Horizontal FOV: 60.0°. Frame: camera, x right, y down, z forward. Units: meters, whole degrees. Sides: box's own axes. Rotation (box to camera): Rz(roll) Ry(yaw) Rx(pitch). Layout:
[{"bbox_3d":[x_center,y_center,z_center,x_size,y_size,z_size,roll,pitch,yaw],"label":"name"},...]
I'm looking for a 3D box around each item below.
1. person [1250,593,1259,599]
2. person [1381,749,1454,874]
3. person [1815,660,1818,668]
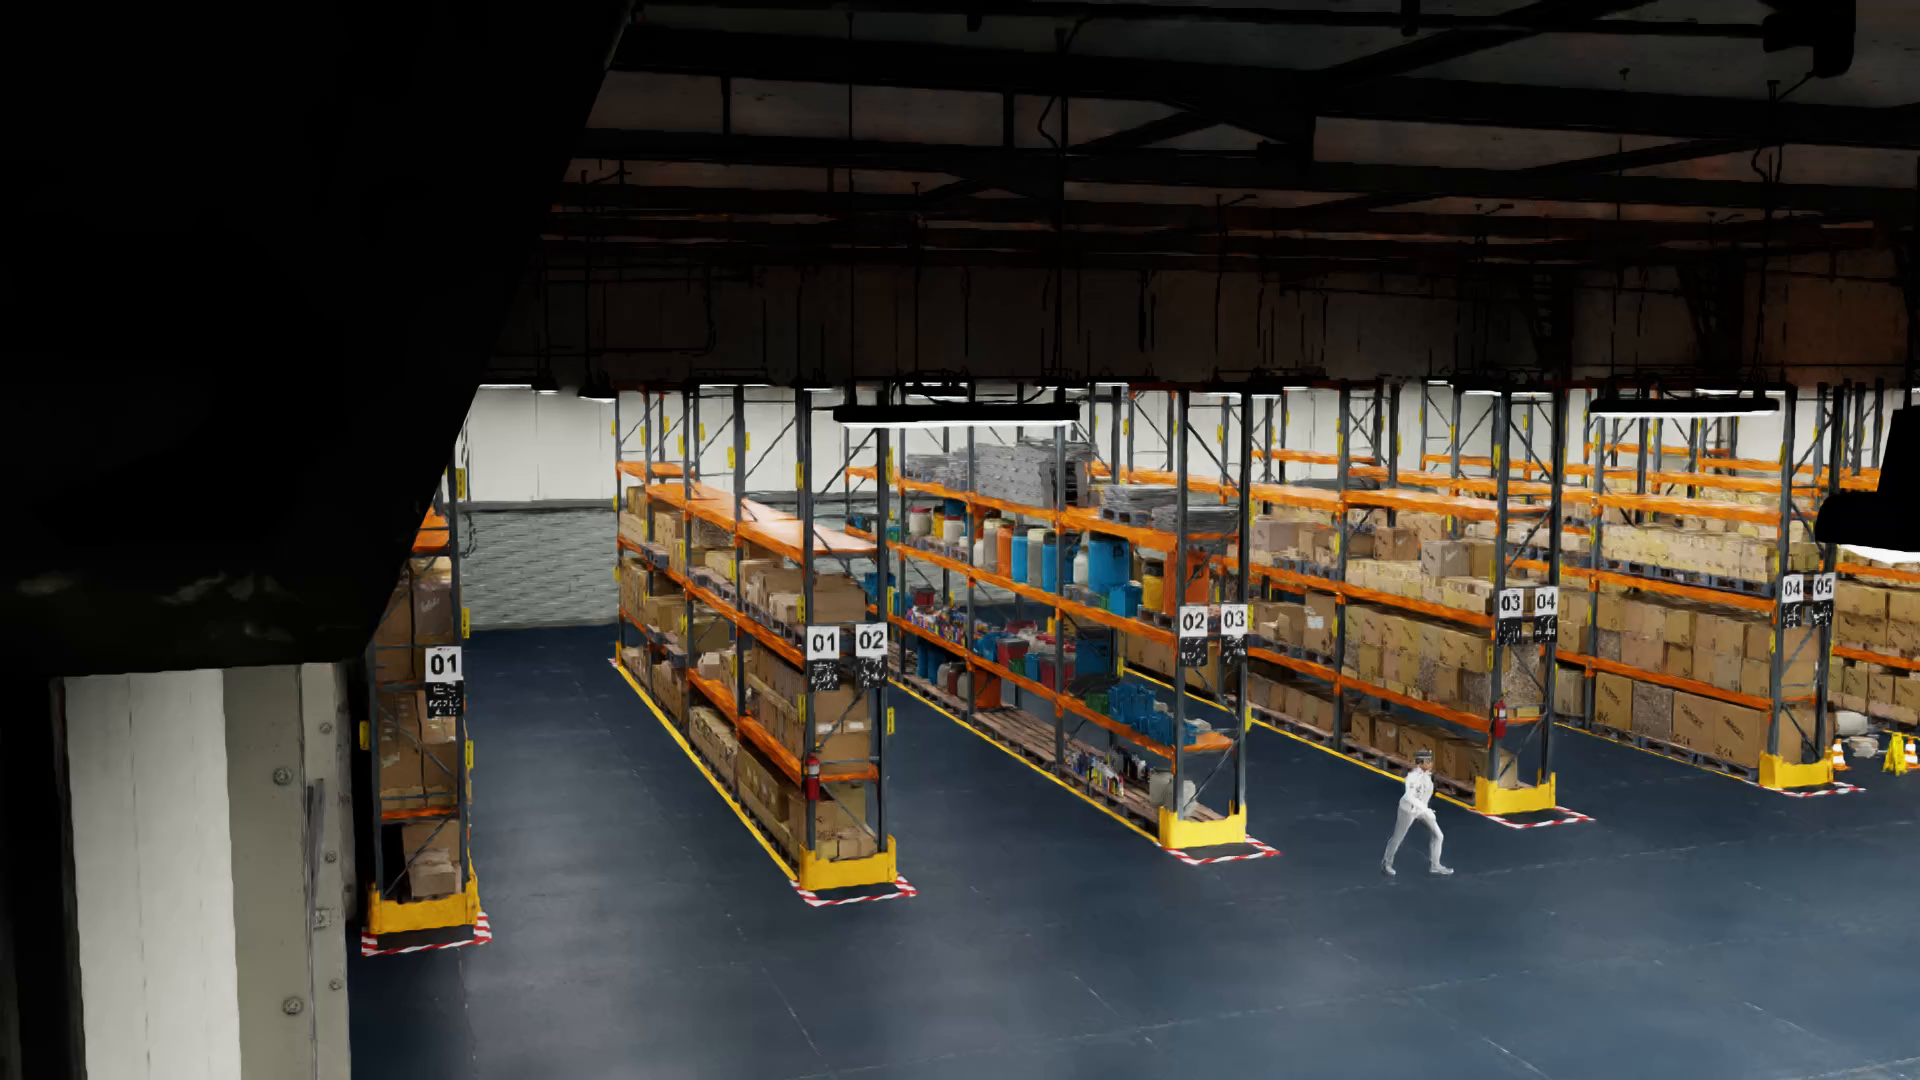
[{"bbox_3d":[6.090,1.879,34.453,0.446,1.589,1.095,-2,6,-21],"label":"person"},{"bbox_3d":[5.636,3.354,20.580,0.640,1.613,0.771,-5,8,-39],"label":"person"},{"bbox_3d":[17.715,1.758,34.755,0.641,1.772,0.693,1,6,6],"label":"person"}]
